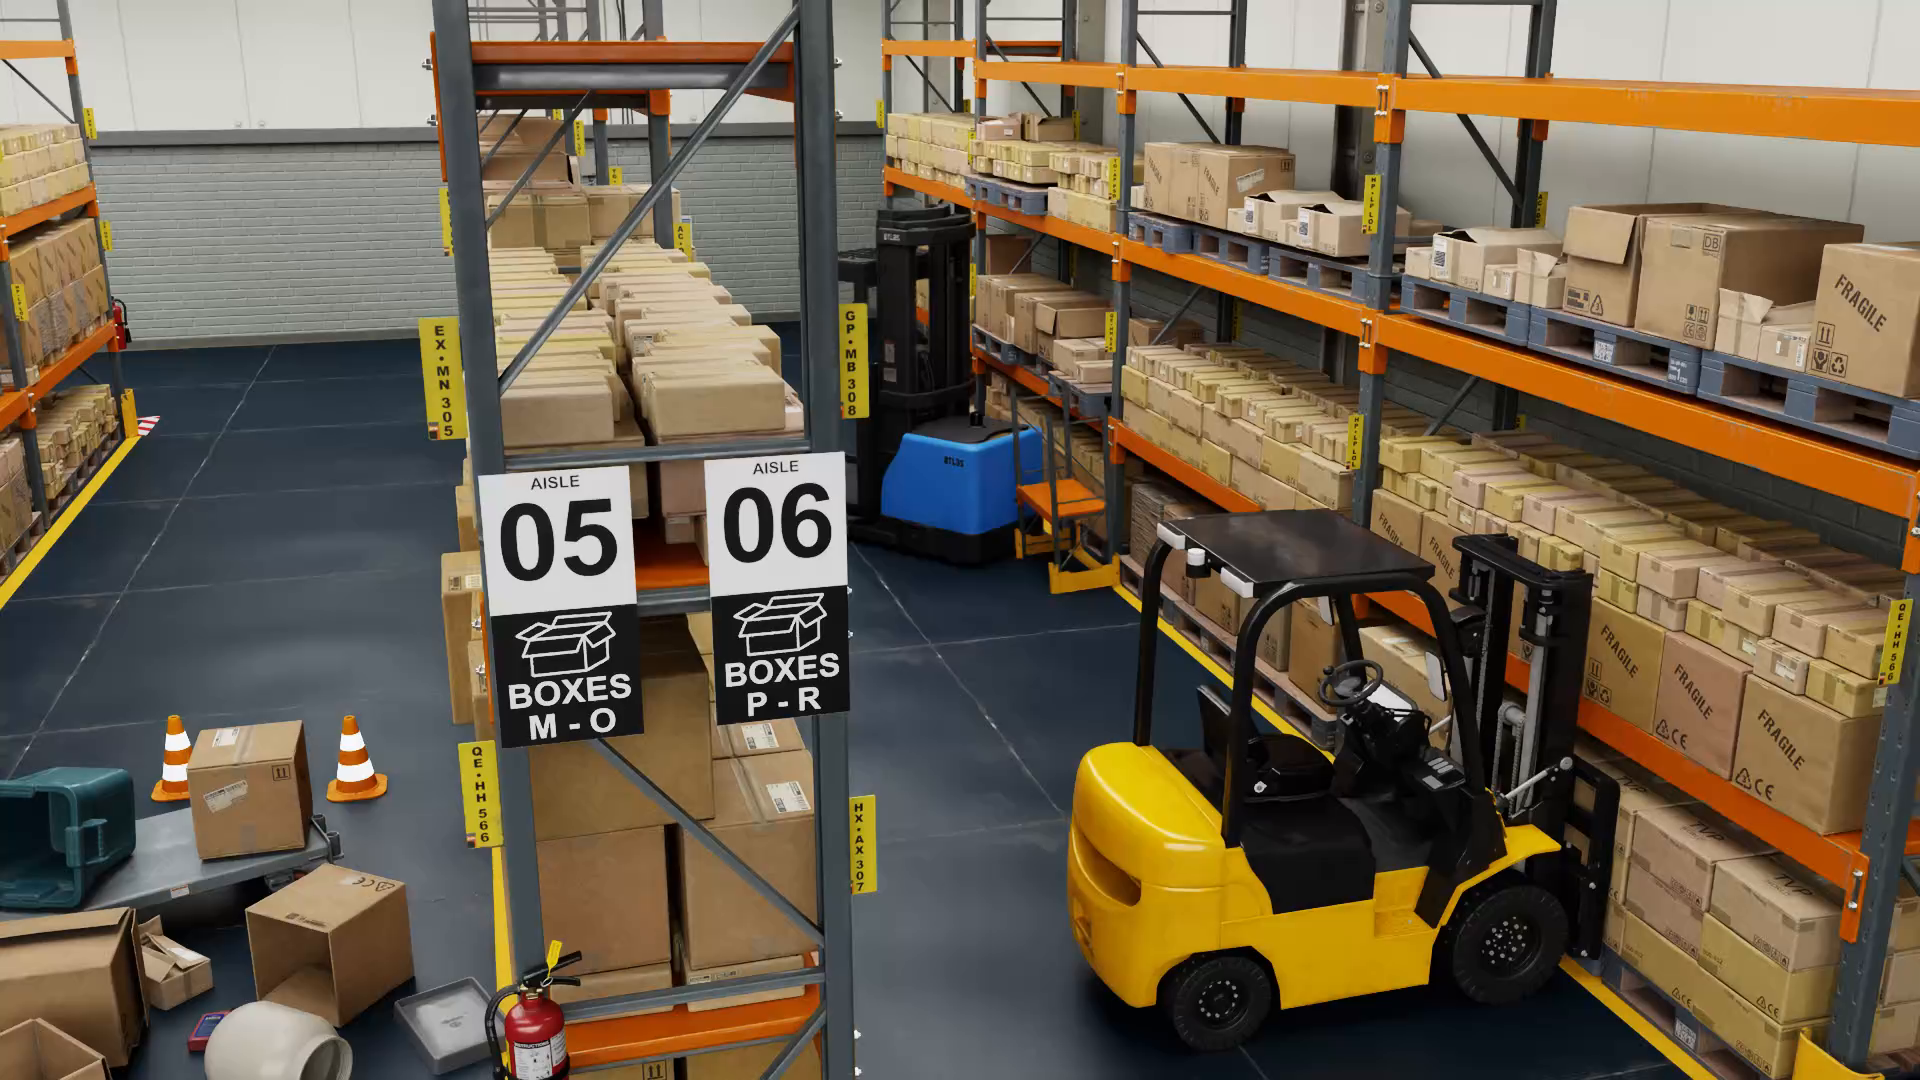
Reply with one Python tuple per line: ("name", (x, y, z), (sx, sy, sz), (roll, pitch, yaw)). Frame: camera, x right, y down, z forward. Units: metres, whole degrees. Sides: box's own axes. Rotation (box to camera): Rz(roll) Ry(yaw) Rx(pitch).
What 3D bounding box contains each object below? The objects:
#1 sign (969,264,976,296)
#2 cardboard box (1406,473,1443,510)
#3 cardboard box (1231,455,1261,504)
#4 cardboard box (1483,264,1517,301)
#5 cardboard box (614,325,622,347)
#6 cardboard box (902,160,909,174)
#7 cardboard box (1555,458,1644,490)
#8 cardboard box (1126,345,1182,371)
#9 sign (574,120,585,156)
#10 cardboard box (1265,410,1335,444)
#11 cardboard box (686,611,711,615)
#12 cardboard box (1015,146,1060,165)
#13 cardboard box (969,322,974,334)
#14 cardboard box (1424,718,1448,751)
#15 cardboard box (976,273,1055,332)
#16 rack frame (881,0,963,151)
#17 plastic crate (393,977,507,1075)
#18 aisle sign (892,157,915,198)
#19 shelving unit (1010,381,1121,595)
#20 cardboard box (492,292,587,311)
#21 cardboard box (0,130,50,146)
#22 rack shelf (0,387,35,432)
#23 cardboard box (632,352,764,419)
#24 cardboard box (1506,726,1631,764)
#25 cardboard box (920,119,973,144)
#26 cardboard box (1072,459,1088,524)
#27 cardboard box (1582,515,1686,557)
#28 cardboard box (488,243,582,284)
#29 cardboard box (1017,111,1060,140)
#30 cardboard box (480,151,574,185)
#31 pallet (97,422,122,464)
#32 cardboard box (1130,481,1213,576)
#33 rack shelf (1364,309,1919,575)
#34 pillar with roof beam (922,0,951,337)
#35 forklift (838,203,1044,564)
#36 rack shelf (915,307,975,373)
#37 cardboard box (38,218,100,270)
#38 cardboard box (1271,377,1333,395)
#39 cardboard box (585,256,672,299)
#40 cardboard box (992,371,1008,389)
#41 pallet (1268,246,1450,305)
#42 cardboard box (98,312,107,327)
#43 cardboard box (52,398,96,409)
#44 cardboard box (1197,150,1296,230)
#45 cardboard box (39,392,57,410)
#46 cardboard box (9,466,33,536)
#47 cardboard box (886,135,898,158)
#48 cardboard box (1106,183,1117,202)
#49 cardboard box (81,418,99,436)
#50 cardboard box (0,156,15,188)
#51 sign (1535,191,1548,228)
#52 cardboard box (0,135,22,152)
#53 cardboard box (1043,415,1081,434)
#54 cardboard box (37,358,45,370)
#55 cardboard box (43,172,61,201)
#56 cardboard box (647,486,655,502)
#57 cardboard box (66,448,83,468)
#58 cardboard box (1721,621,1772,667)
("sign", (0.125, -2.686, 17.177), (0.100, 0.325, 0.005), (-5, 17, -15))
("cardboard box", (2.751, -0.282, 9.376), (0.380, 0.149, 0.250), (-4, 17, -14))
("cardboard box", (2.203, -0.429, 11.428), (0.500, 0.250, 0.500), (-5, 17, -15))
("cardboard box", (2.886, -1.309, 8.413), (0.380, 0.149, 0.250), (-4, 17, -14))
("cardboard box", (-1.128, -0.696, 6.584), (0.500, 0.250, 0.500), (-4, 17, -14))
("cardboard box", (-0.470, -4.413, 19.653), (0.380, 0.149, 0.250), (-4, 17, -14))
("cardboard box", (3.465, -0.332, 9.023), (0.380, 0.149, 0.250), (-5, 17, -16))
("cardboard box", (1.548, -1.458, 13.289), (0.380, 0.149, 0.250), (-4, 17, -14))
("sign", (-3.608, -3.804, 15.742), (0.100, 0.325, 0.005), (-5, 17, -15))
("cardboard box", (2.231, -0.744, 10.912), (0.380, 0.149, 0.250), (-5, 18, -17))
("cardboard box", (-1.272, 0.487, 7.425), (0.500, 0.500, 0.500), (-4, 17, -14))
("cardboard box", (0.725, -3.556, 15.379), (0.380, 0.149, 0.250), (-5, 17, -15))
("cardboard box", (0.314, -2.265, 17.714), (0.380, 0.149, 0.250), (-4, 17, -14))
("cardboard box", (2.820, 1.070, 9.358), (0.500, 0.250, 0.500), (-5, 17, -16))
("cardboard box", (0.563, -2.414, 16.872), (0.700, 0.500, 0.500), (-4, 17, -14))
("rack frame", (-0.455, -6.296, 20.271), (1.000, 3.000, 0.127), (-5, 17, -15))
("plastic crate", (-2.285, 2.187, 7.533), (0.402, 0.080, 0.583), (-12, 20, -34))
("aisle sign", (-0.756, -4.664, 20.746), (0.394, 0.787, 0.004), (-5, 17, -15))
("shelving unit", (0.844, -0.459, 13.802), (0.587, 1.500, 1.083), (-9, 18, -13))
("cardboard box", (-1.649, -0.872, 6.479), (0.380, 0.149, 0.250), (-4, 17, -14))
("cardboard box", (-9.262, -3.980, 16.473), (0.380, 0.149, 0.250), (-4, 17, -14))
("rack shelf", (-8.309, -0.606, 13.007), (1.077, 0.370, 4.000), (-5, 17, -15))
("cardboard box", (-0.815, -0.485, 5.190), (0.380, 0.149, 0.250), (-5, 17, -15))
("cardboard box", (3.090, 1.116, 8.333), (0.500, 0.250, 0.500), (-5, 17, -16))
("cardboard box", (-0.151, -4.607, 18.736), (0.500, 0.250, 0.500), (-4, 17, -14))
("cardboard box", (1.294, -0.454, 14.863), (0.500, 0.500, 0.500), (-5, 17, -16))
("cardboard box", (3.214, -0.005, 7.936), (0.380, 0.149, 0.250), (-4, 17, -14))
("cardboard box", (-2.228, -1.427, 8.804), (0.500, 0.250, 0.500), (-5, 17, -16))
("cardboard box", (0.795, -4.144, 16.615), (0.396, 0.266, 0.258), (-5, 17, -16))
("cardboard box", (-3.276, -2.597, 12.259), (0.797, 0.503, 0.637), (-6, 18, -19))
("pallet", (-9.748, -1.027, 18.003), (1.003, 0.211, 1.213), (-5, 17, -15))
("cardboard box", (1.902, -0.101, 13.471), (0.875, 0.625, 0.625), (-4, 17, -13))
("rack shelf", (3.393, -0.643, 7.915), (1.077, 0.370, 4.000), (-5, 17, -15))
("pillar with roof beam", (-4.468, -6.773, 21.858), (9.100, 9.000, 0.400), (-5, 17, -15))
("forklift", (-0.720, -1.527, 14.941), (3.031, 2.935, 1.130), (13, 21, 37))
("rack shelf", (0.095, -2.526, 19.396), (1.077, 0.370, 4.000), (-5, 17, -15))
("cardboard box", (-9.593, -3.173, 17.872), (0.500, 0.500, 0.500), (-5, 17, -16))
("cardboard box", (2.468, -1.072, 12.005), (0.380, 0.149, 0.250), (-4, 17, -14))
("cardboard box", (-1.501, -1.193, 7.548), (0.380, 0.149, 0.250), (-4, 17, -14))
("cardboard box", (0.546, -1.659, 17.230), (0.380, 0.149, 0.250), (-5, 17, -16))
("pallet", (2.588, -1.692, 10.489), (0.805, 0.209, 1.217), (-5, 18, -17))
("cardboard box", (-9.596, -2.422, 18.239), (0.380, 0.149, 0.250), (-5, 17, -15))
("cardboard box", (-9.351, -1.393, 17.565), (0.380, 0.149, 0.250), (-5, 18, -17))
("cardboard box", (1.988, -2.443, 11.579), (0.500, 0.500, 0.500), (-4, 17, -14))
("cardboard box", (-9.949, -1.493, 17.899), (0.380, 0.149, 0.250), (-4, 17, -14))
("cardboard box", (-8.413, -0.323, 14.429), (0.500, 0.500, 0.500), (-5, 17, -16))
("cardboard box", (-0.595, -4.786, 20.201), (0.500, 0.250, 0.500), (-5, 17, -16))
("cardboard box", (1.415, -2.845, 13.564), (0.380, 0.149, 0.250), (-4, 17, -14))
("cardboard box", (-9.239, -1.180, 17.373), (0.380, 0.149, 0.250), (-4, 17, -14))
("cardboard box", (-8.760, -3.260, 14.770), (0.500, 0.250, 0.500), (-4, 17, -13))
("sign", (3.376, -1.870, 9.715), (0.100, 0.325, 0.005), (-5, 17, -15))
("cardboard box", (-8.990, -3.687, 15.497), (0.380, 0.149, 0.250), (-5, 18, -17))
("cardboard box", (1.009, -1.083, 15.830), (0.380, 0.149, 0.250), (-5, 17, -15))
("cardboard box", (-8.957, -1.699, 15.830), (0.380, 0.149, 0.250), (-6, 18, -18))
("cardboard box", (-9.143, -3.446, 16.257), (0.500, 0.250, 0.500), (-4, 17, -13))
("cardboard box", (-0.898, -0.246, 5.779), (0.380, 0.149, 0.250), (-5, 17, -16))
("cardboard box", (-9.045, -0.822, 16.699), (0.380, 0.149, 0.250), (-5, 17, -17))
("cardboard box", (3.467, 0.425, 7.021), (0.380, 0.149, 0.250), (-4, 17, -14))
